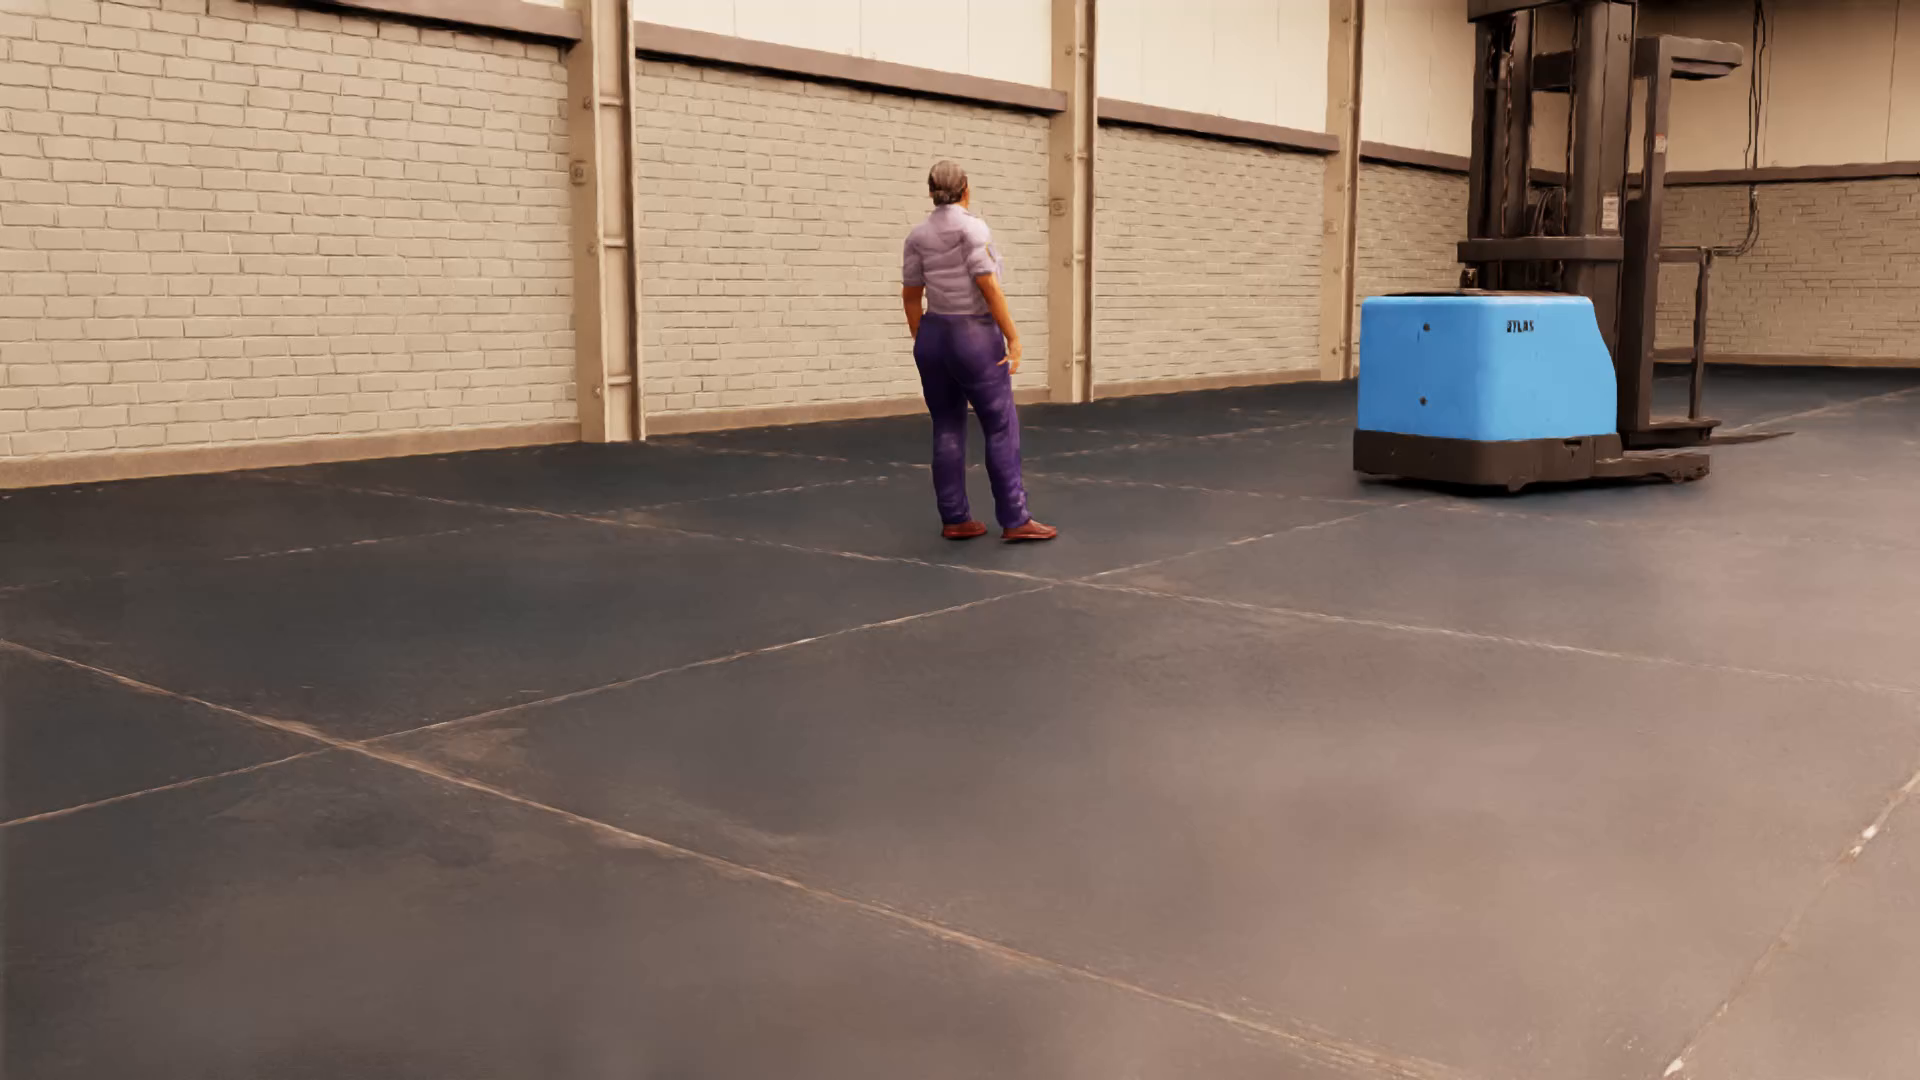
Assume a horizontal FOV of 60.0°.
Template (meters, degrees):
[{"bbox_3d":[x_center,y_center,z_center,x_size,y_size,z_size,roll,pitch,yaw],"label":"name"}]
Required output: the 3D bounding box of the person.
[{"bbox_3d":[0.074,-0.826,7.340,0.599,1.642,0.502,7,11,38],"label":"person"}]

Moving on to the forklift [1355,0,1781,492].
[{"bbox_3d":[3.810,-1.847,9.902,3.031,2.935,1.130,-5,10,-33],"label":"forklift"}]
